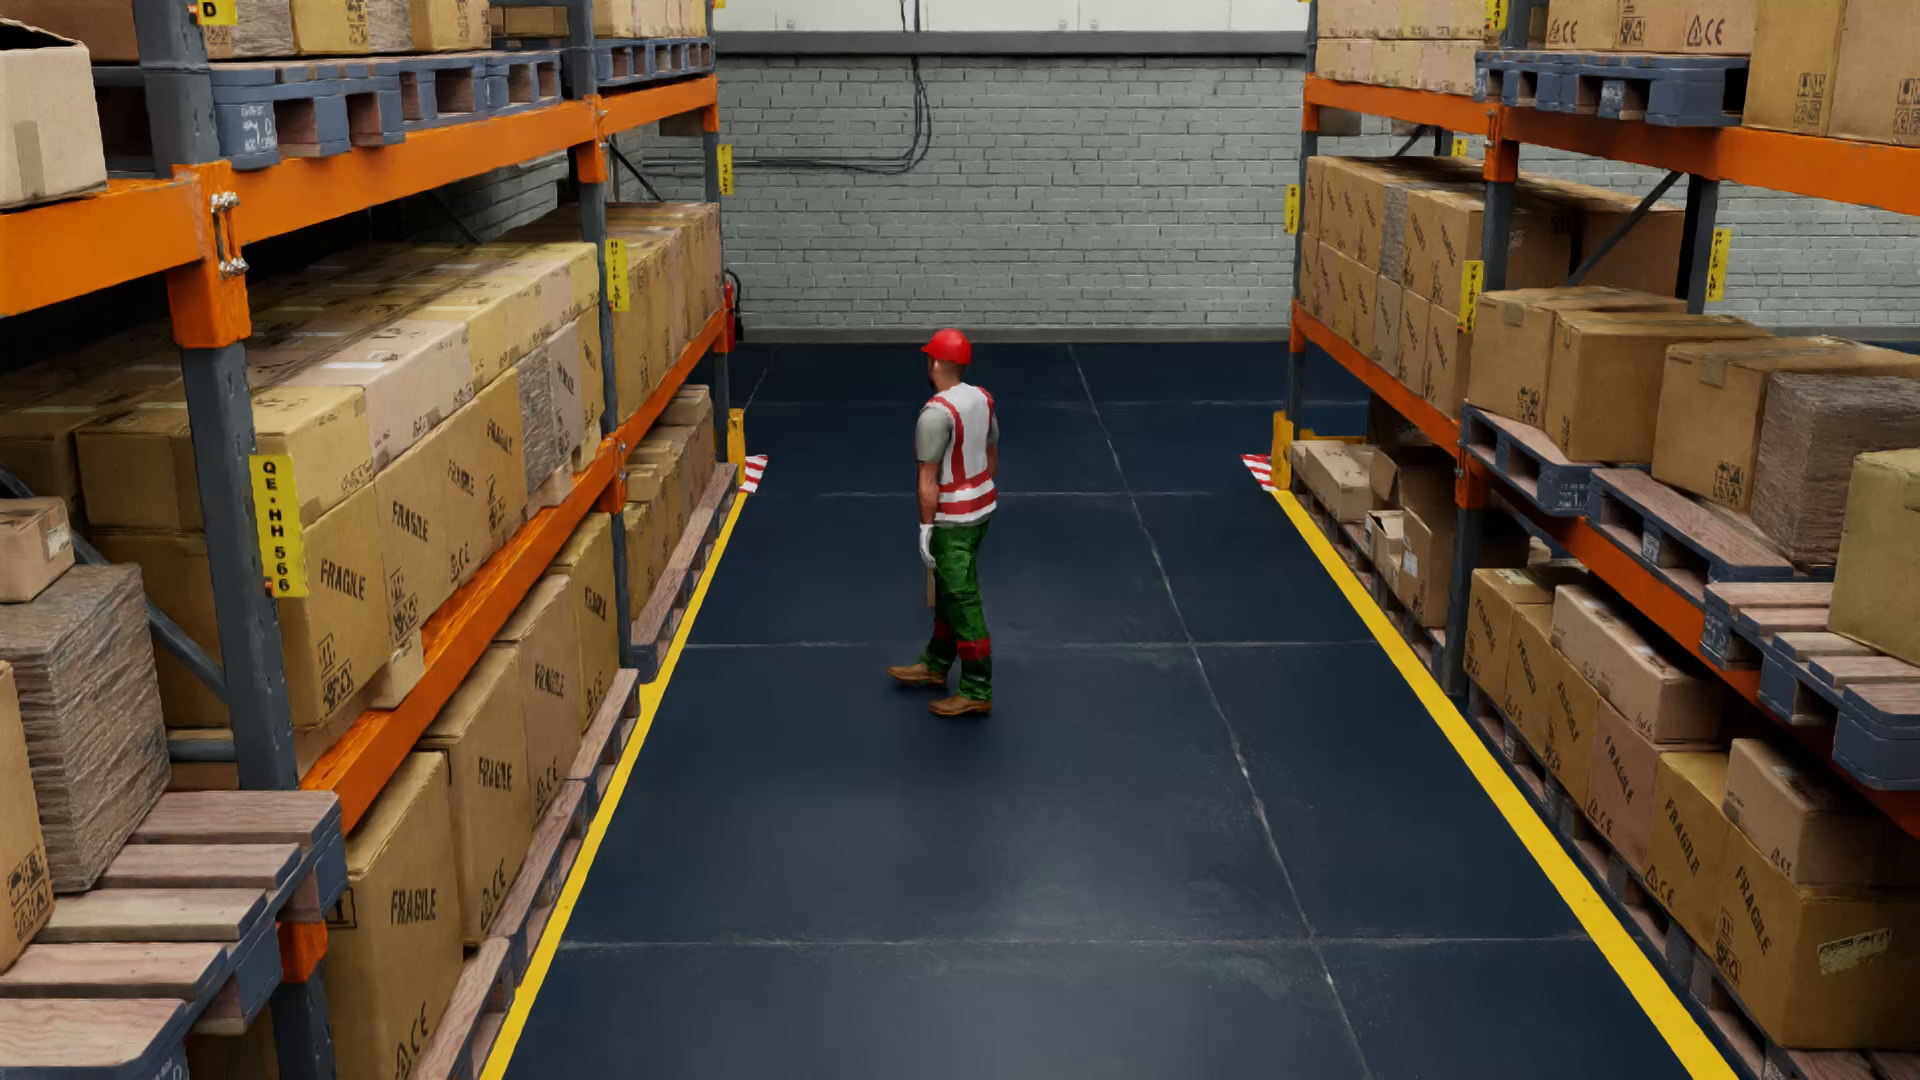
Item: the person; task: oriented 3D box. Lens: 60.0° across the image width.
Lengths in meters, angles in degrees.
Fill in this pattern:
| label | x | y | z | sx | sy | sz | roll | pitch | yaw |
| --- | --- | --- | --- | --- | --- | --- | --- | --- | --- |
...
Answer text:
| label | x | y | z | sx | sy | sz | roll | pitch | yaw |
| --- | --- | --- | --- | --- | --- | --- | --- | --- | --- |
| person | -0.072 | -0.110 | 7.839 | 0.618 | 1.785 | 0.684 | 8 | 19 | 25 |
